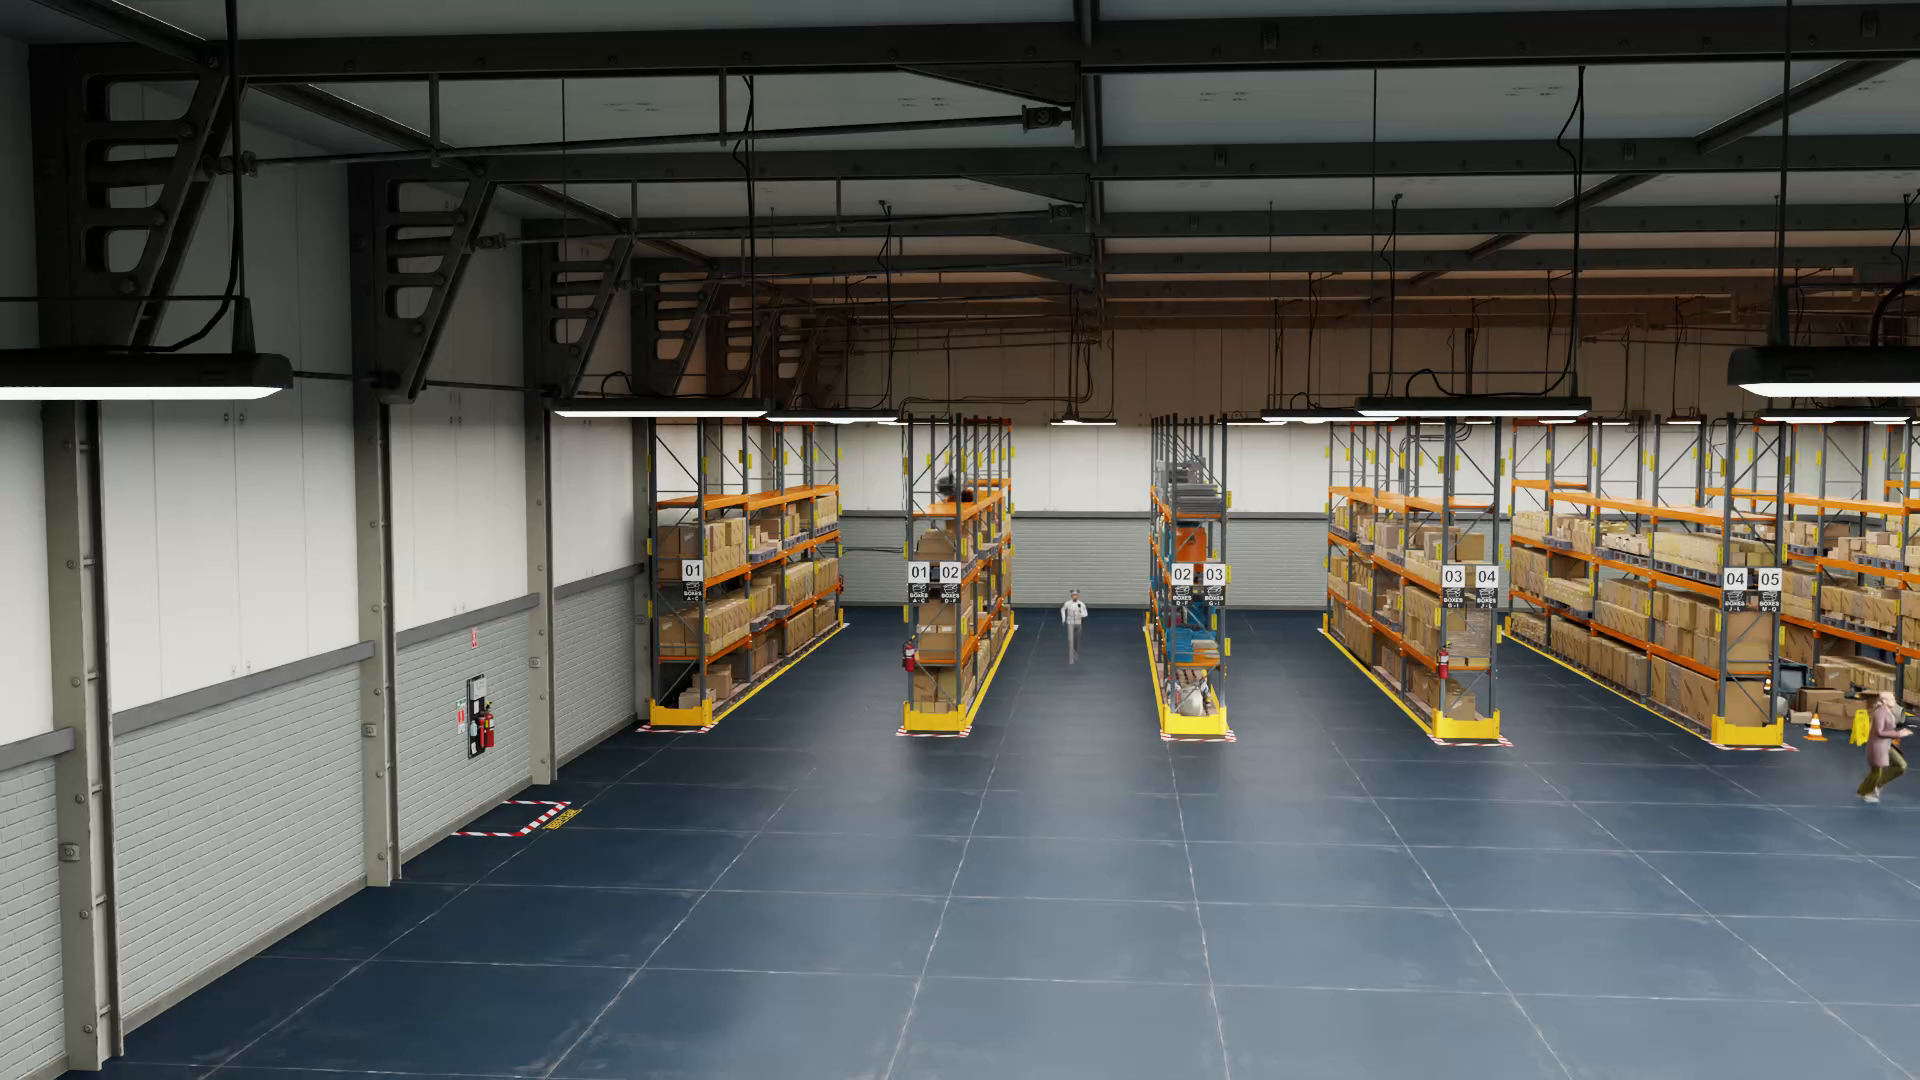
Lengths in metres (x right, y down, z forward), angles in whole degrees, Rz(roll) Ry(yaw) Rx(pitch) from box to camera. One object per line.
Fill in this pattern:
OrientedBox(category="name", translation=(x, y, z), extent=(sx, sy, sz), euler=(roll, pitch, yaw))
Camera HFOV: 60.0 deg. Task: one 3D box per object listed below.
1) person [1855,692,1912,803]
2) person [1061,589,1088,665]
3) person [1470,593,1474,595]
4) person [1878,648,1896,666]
OrientedBox(category="person", translation=(14.014, 3.148, 25.195), extent=(0.759, 1.726, 0.772), euler=(-4, 5, -43))
OrientedBox(category="person", translation=(2.669, 1.995, 38.749), extent=(0.599, 1.717, 0.824), euler=(0, 4, 0))
OrientedBox(category="person", translation=(13.966, 1.784, 46.342), extent=(0.525, 1.648, 0.683), euler=(-4, 5, -45))
OrientedBox(category="person", translation=(21.561, 2.331, 38.468), extent=(0.587, 1.704, 0.755), euler=(0, 4, 3))
